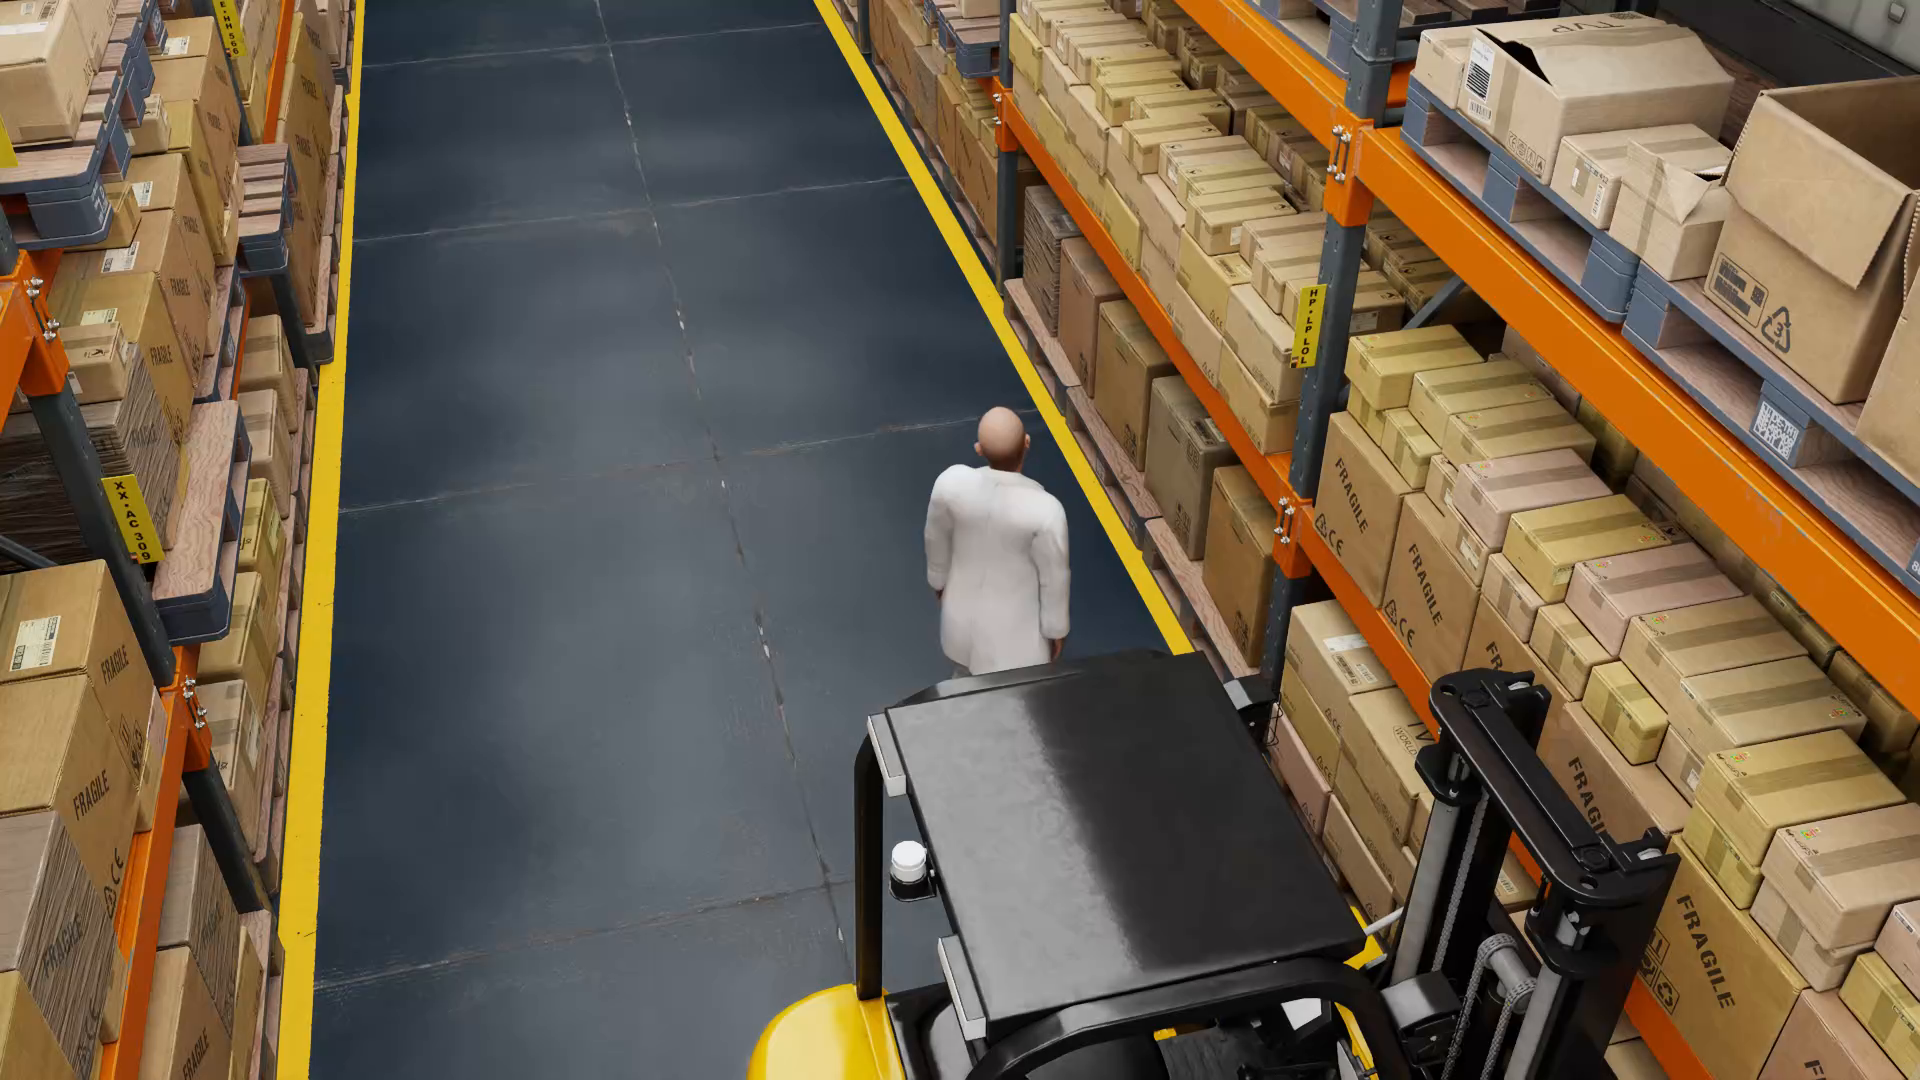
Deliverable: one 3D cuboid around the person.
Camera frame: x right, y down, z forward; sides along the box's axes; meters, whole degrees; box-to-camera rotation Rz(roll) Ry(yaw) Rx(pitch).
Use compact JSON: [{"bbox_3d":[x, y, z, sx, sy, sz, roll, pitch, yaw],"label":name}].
[{"bbox_3d":[0.153,0.253,6.351,0.625,1.783,0.494,22,43,26],"label":"person"}]
